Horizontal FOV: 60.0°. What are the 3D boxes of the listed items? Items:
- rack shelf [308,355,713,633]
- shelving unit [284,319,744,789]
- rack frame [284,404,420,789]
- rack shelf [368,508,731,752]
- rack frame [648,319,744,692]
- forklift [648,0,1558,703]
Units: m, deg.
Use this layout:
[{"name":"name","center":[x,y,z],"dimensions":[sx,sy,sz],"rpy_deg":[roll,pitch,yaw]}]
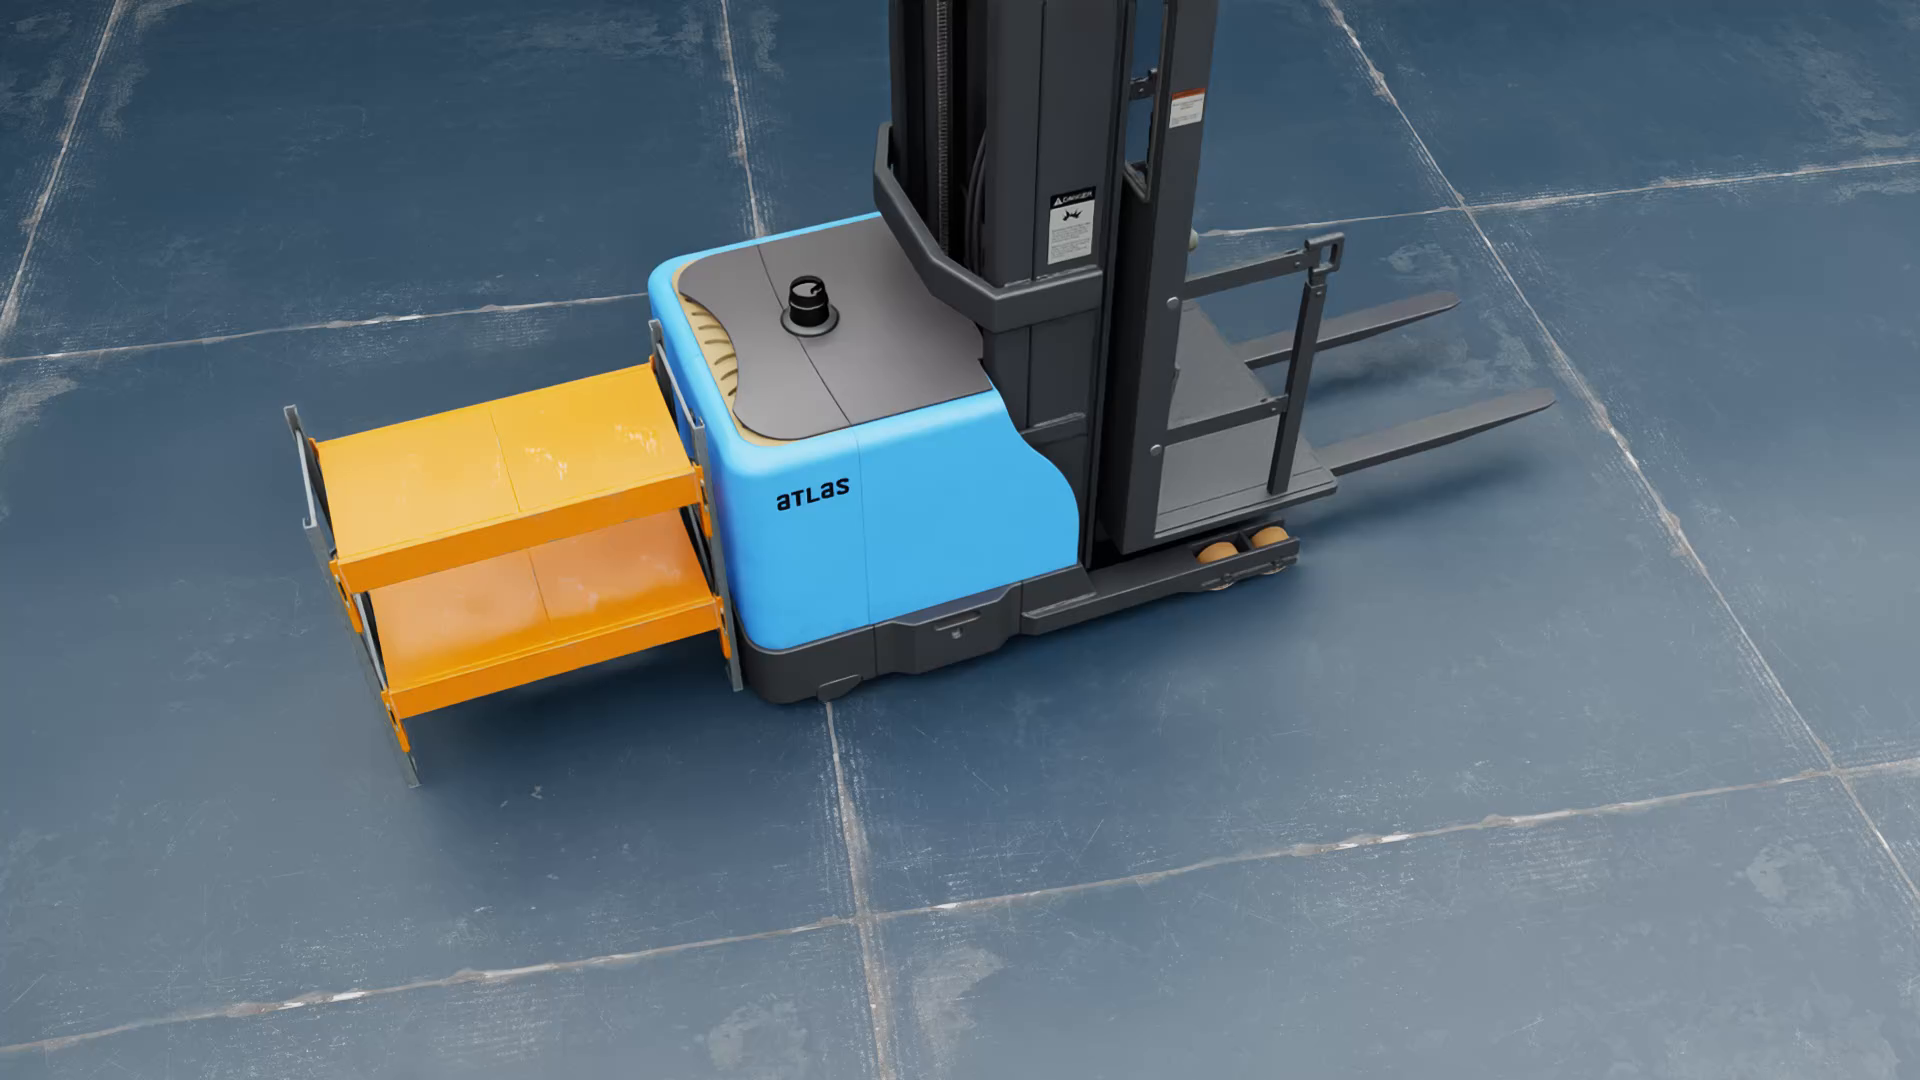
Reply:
[{"name":"rack shelf","center":[-1.267,-0.147,4.704],"dimensions":[1.000,0.278,0.538],"rpy_deg":[-16,48,-15]},{"name":"shelving unit","center":[-1.267,0.056,4.914],"dimensions":[1.048,1.125,0.538],"rpy_deg":[-16,48,-15]},{"name":"rack frame","center":[-1.740,0.191,4.785],"dimensions":[0.032,1.125,0.500],"rpy_deg":[-16,48,-15]},{"name":"rack shelf","center":[-1.267,0.226,5.091],"dimensions":[1.000,0.278,0.538],"rpy_deg":[-16,48,-15]},{"name":"rack frame","center":[-0.794,-0.078,5.044],"dimensions":[0.032,1.125,0.500],"rpy_deg":[-16,48,-15]},{"name":"forklift","center":[0.602,-1.188,4.859],"dimensions":[3.031,2.935,1.130],"rpy_deg":[-16,48,-15]}]
